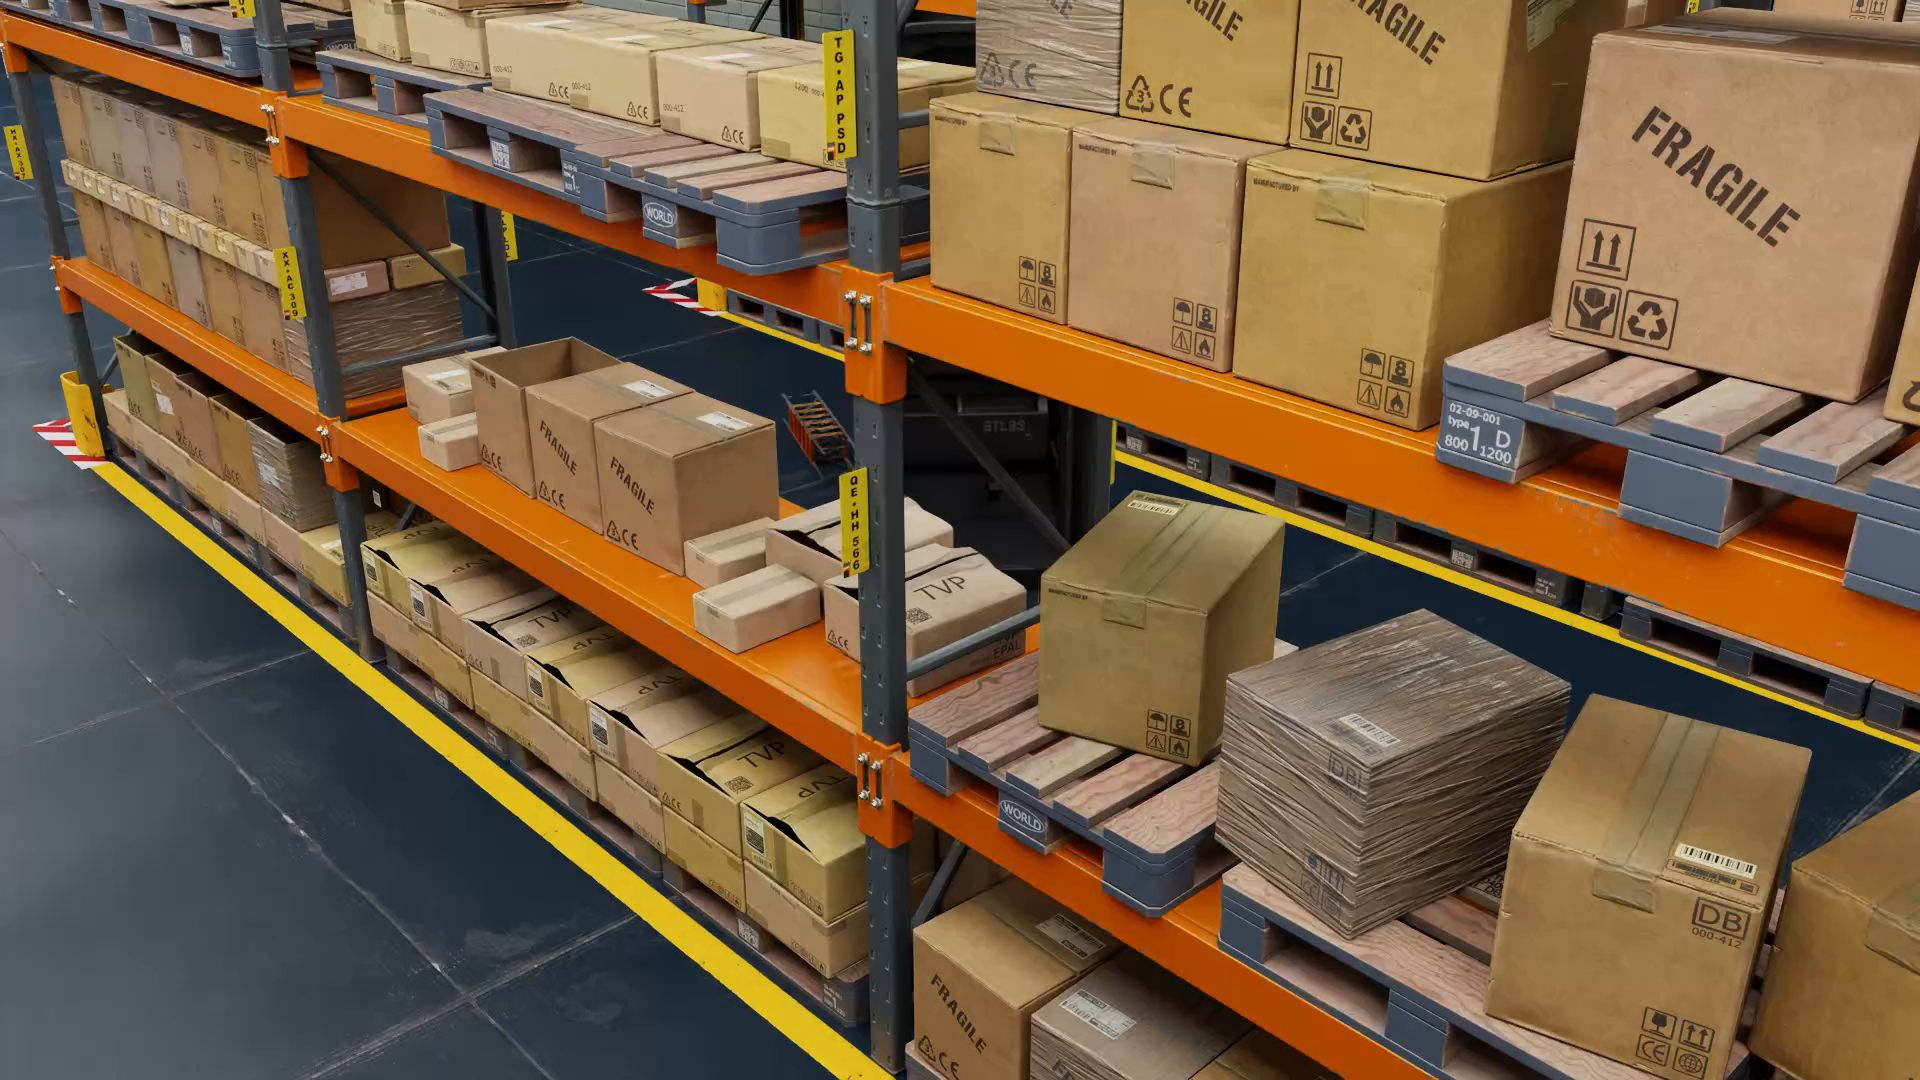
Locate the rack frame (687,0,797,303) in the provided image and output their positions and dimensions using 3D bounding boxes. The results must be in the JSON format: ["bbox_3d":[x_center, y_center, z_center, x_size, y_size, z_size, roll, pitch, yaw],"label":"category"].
[{"bbox_3d":[-1.758,-3.510,13.830,1.000,3.000,0.127,-21,32,-38],"label":"rack frame"}]

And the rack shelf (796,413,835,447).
[{"bbox_3d":[-0.964,-0.740,11.140,0.258,0.180,0.103,-8,26,-16],"label":"rack shelf"}]

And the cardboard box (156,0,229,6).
[{"bbox_3d":[-3.662,-2.685,8.035,0.380,0.149,0.250,-21,32,-38],"label":"cardboard box"}]

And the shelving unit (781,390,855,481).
[{"bbox_3d":[-0.940,-0.711,11.074,0.258,0.189,1.200,-8,26,-16],"label":"shelving unit"}]

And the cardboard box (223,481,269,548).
[{"bbox_3d":[-3.801,-0.212,9.408,0.500,0.250,0.500,-21,32,-38],"label":"cardboard box"}]

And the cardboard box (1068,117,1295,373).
[{"bbox_3d":[0.768,-0.813,4.184,0.910,0.500,0.500,-21,32,-38],"label":"cardboard box"}]

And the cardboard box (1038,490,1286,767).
[{"bbox_3d":[0.609,0.242,4.978,0.500,0.500,0.700,12,27,25],"label":"cardboard box"}]

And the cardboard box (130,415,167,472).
[{"bbox_3d":[-4.823,-0.668,10.407,0.500,0.250,0.500,-21,32,-38],"label":"cardboard box"}]

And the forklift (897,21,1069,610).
[{"bbox_3d":[0.017,-1.049,8.518,1.130,2.935,3.031,-1,25,-3],"label":"forklift"}]

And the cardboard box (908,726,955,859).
[{"bbox_3d":[-0.047,0.883,6.332,0.500,0.311,0.500,-20,31,-37],"label":"cardboard box"}]

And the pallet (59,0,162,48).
[{"bbox_3d":[-4.069,-2.837,8.847,1.003,0.211,1.213,-21,32,-38],"label":"pallet"}]

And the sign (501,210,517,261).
[{"bbox_3d":[-2.248,-1.540,8.211,0.100,0.325,0.005,-21,32,-38],"label":"sign"}]

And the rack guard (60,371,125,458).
[{"bbox_3d":[-5.388,-0.974,11.282,1.175,0.500,0.348,-21,32,-38],"label":"rack guard"}]

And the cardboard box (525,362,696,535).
[{"bbox_3d":[-1.422,-0.389,6.868,0.500,0.500,0.500,-21,32,-38],"label":"cardboard box"}]

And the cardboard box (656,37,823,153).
[{"bbox_3d":[-0.626,-1.443,5.359,0.500,0.250,0.500,-20,31,-37],"label":"cardboard box"}]

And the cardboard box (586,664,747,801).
[{"bbox_3d":[-1.145,0.727,6.674,0.500,0.311,0.500,-21,32,-39],"label":"cardboard box"}]

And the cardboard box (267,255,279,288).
[{"bbox_3d":[-3.148,-1.330,8.148,0.380,0.149,0.250,-22,33,-39],"label":"cardboard box"}]

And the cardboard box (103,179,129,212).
[{"bbox_3d":[-4.738,-2.032,9.688,0.380,0.149,0.250,-22,32,-39],"label":"cardboard box"}]

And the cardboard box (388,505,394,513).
[{"bbox_3d":[-3.071,-0.211,9.406,0.500,0.250,0.500,-21,32,-38],"label":"cardboard box"}]

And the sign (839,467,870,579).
[{"bbox_3d":[-0.307,-0.048,4.847,0.100,0.325,0.005,-21,32,-38],"label":"sign"}]

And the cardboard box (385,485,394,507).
[{"bbox_3d":[-3.074,-0.552,9.249,0.500,0.500,0.500,-21,32,-38],"label":"cardboard box"}]

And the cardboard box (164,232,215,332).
[{"bbox_3d":[-4.002,-1.536,9.382,0.700,0.500,0.500,-20,31,-37],"label":"cardboard box"}]

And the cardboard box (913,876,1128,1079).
[{"bbox_3d":[0.199,1.476,5.382,0.500,0.500,0.500,-20,31,-36],"label":"cardboard box"}]

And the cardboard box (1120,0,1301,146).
[{"bbox_3d":[0.738,-1.257,3.951,0.500,0.500,0.500,-21,32,-38],"label":"cardboard box"}]

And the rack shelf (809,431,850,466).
[{"bbox_3d":[-0.852,-0.598,10.828,0.258,0.180,0.103,-8,26,-16],"label":"rack shelf"}]

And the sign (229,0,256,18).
[{"bbox_3d":[-3.042,-2.370,6.999,0.100,0.325,0.005,-21,32,-38],"label":"sign"}]

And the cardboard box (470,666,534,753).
[{"bbox_3d":[-1.838,0.672,7.470,0.500,0.250,0.500,-22,33,-40],"label":"cardboard box"}]

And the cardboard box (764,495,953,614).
[{"bbox_3d":[-0.374,0.035,6.167,0.500,0.311,0.500,-22,32,-39],"label":"cardboard box"}]

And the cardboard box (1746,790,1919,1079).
[{"bbox_3d":[2.153,0.898,3.541,0.700,0.500,0.500,-16,29,-31],"label":"cardboard box"}]

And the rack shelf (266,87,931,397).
[{"bbox_3d":[-1.271,-1.323,6.289,1.077,0.370,4.000,-21,32,-38],"label":"rack shelf"}]

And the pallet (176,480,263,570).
[{"bbox_3d":[-3.989,-0.246,10.034,1.003,0.211,1.213,-21,32,-38],"label":"pallet"}]

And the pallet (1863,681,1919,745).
[{"bbox_3d":[5.023,0.812,7.716,1.003,0.211,1.213,-21,32,-38],"label":"pallet"}]

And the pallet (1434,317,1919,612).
[{"bbox_3d":[1.725,-0.278,3.358,1.213,0.211,1.003,-21,32,-38],"label":"pallet"}]

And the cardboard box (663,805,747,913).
[{"bbox_3d":[-0.796,1.135,6.456,0.500,0.250,0.500,-22,32,-39],"label":"cardboard box"}]

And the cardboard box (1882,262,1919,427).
[{"bbox_3d":[2.066,-0.484,2.837,0.600,0.600,0.600,-22,32,-39],"label":"cardboard box"}]

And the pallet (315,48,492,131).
[{"bbox_3d":[-2.025,-1.906,6.930,1.217,0.209,0.805,22,33,40],"label":"pallet"}]

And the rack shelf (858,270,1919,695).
[{"bbox_3d":[1.463,-0.111,3.633,1.077,0.370,4.000,-21,32,-38],"label":"rack shelf"}]

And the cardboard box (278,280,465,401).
[{"bbox_3d":[-2.946,-1.070,8.361,0.700,0.500,0.500,-22,33,-40],"label":"cardboard box"}]

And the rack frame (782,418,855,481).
[{"bbox_3d":[-0.940,-0.627,11.112,0.240,0.006,1.200,-8,26,-16],"label":"rack frame"}]

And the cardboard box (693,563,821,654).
[{"bbox_3d":[-0.720,0.240,5.912,0.380,0.149,0.250,-21,32,-38],"label":"cardboard box"}]

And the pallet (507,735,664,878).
[{"bbox_3d":[-1.268,0.959,7.394,1.003,0.211,1.213,-21,32,-38],"label":"pallet"}]

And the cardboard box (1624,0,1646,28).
[{"bbox_3d":[3.020,-2.561,8.219,0.500,0.311,0.500,-21,32,-38],"label":"cardboard box"}]

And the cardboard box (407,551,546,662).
[{"bbox_3d":[-2.199,0.262,7.693,0.500,0.311,0.500,-22,32,-39],"label":"cardboard box"}]

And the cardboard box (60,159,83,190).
[{"bbox_3d":[-5.261,-2.264,10.198,0.380,0.149,0.250,-22,32,-39],"label":"cardboard box"}]

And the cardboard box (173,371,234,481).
[{"bbox_3d":[-4.144,-0.704,9.583,0.500,0.500,0.500,-21,32,-38],"label":"cardboard box"}]

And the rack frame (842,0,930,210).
[{"bbox_3d":[0.096,-2.409,4.189,1.000,3.000,0.127,-21,32,-38],"label":"rack frame"}]

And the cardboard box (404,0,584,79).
[{"bbox_3d":[-1.846,-2.024,6.634,0.500,0.250,0.500,20,31,37],"label":"cardboard box"}]

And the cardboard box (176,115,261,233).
[{"bbox_3d":[-3.634,-1.965,8.760,0.700,0.500,0.500,-21,32,-38],"label":"cardboard box"}]

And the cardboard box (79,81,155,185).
[{"bbox_3d":[-4.662,-2.421,9.758,0.700,0.500,0.500,-22,33,-40],"label":"cardboard box"}]

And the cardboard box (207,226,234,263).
[{"bbox_3d":[-3.674,-1.563,8.660,0.380,0.149,0.250,-21,32,-39],"label":"cardboard box"}]

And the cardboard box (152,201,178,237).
[{"bbox_3d":[-4.211,-1.798,9.176,0.380,0.149,0.250,-21,32,-38],"label":"cardboard box"}]

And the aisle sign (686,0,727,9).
[{"bbox_3d":[-2.026,-4.630,13.152,0.394,0.787,0.004,-21,32,-38],"label":"aisle sign"}]

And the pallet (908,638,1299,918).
[{"bbox_3d":[0.611,0.593,5.068,1.213,0.211,1.003,-21,32,-38],"label":"pallet"}]

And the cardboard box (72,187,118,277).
[{"bbox_3d":[-5.062,-2.004,10.409,0.700,0.500,0.500,-21,32,-38],"label":"cardboard box"}]

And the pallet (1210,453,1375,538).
[{"bbox_3d":[2.347,-0.424,10.426,1.003,0.211,1.213,-21,32,-38],"label":"pallet"}]
